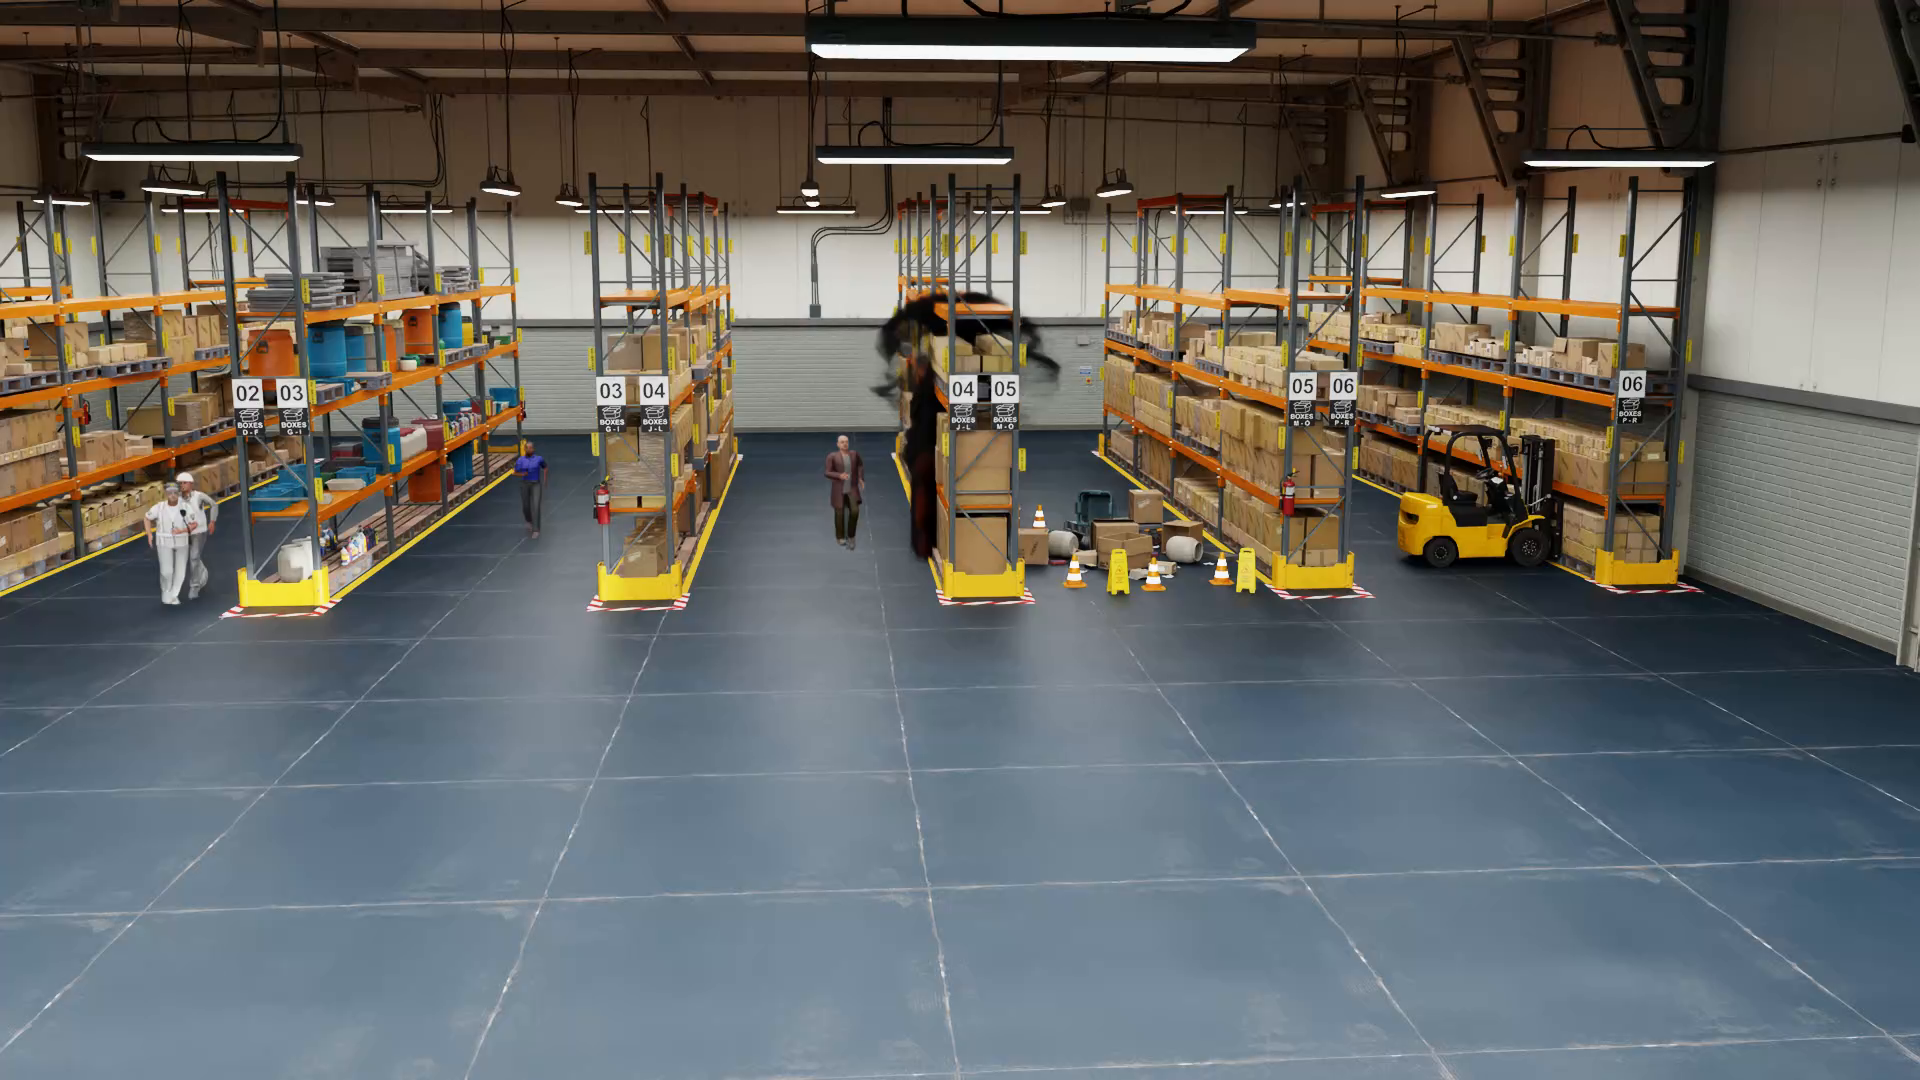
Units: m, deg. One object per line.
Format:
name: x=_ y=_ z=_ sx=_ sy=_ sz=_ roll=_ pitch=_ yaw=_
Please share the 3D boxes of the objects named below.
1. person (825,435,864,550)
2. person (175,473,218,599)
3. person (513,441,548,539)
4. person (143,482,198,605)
person: x=-1.801 y=-0.740 z=26.243 sx=0.680 sy=1.817 sz=0.727 roll=-3 pitch=10 yaw=-15
person: x=-11.176 y=-0.093 z=24.190 sx=0.679 sy=1.807 sz=0.890 roll=0 pitch=10 yaw=0
person: x=-7.444 y=-0.898 z=28.880 sx=0.575 sy=1.636 sz=0.936 roll=-2 pitch=10 yaw=-11
person: x=-11.045 y=0.056 z=23.361 sx=0.658 sy=1.732 sz=0.605 roll=-7 pitch=12 yaw=-34
